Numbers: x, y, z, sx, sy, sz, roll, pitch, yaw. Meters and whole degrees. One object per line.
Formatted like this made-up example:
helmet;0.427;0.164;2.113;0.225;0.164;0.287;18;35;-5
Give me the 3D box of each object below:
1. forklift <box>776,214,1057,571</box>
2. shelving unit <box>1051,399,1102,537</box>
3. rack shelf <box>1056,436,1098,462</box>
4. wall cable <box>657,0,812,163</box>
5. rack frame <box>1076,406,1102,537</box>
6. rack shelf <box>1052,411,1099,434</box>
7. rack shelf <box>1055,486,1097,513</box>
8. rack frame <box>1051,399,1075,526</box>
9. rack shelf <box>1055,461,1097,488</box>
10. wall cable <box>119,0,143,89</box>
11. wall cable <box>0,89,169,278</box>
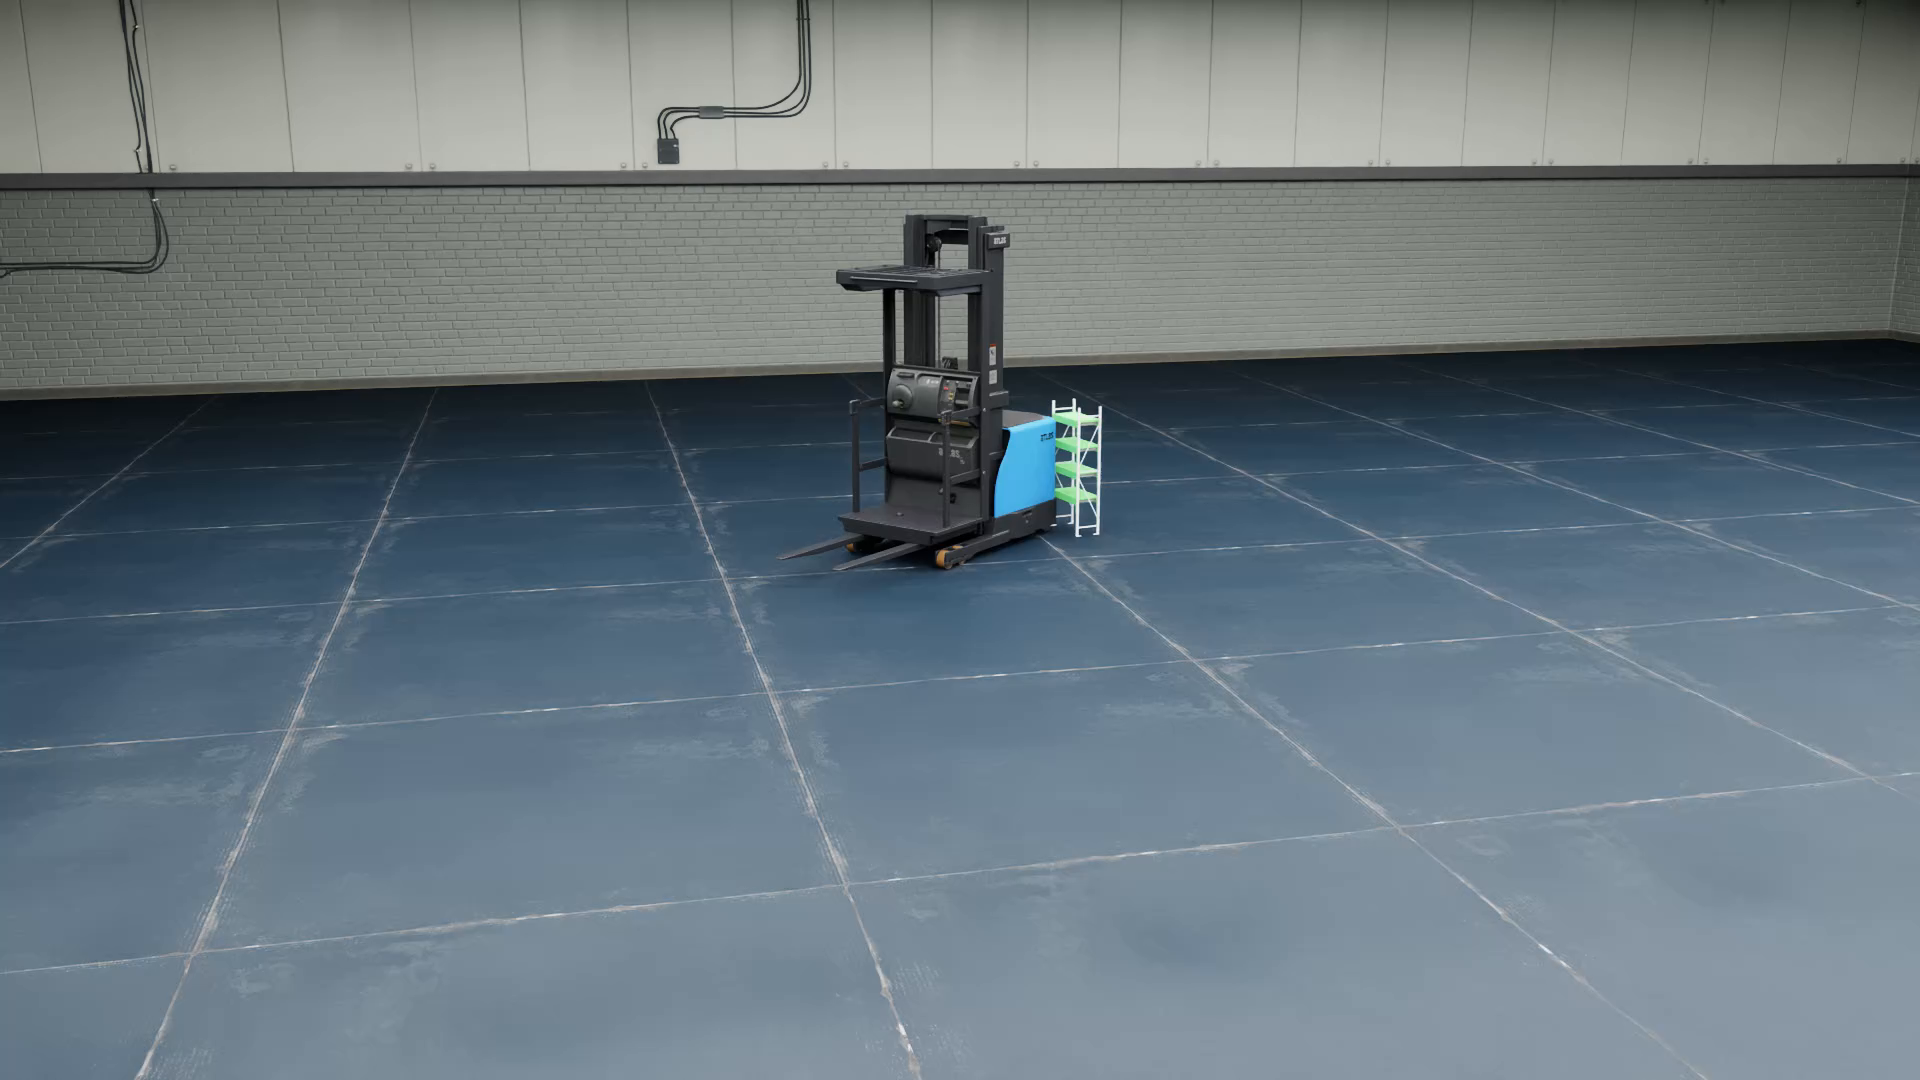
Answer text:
forklift;-0.364;-1.303;14.409;1.130;2.935;3.031;10;17;34
shelving unit;1.077;-0.677;15.494;0.258;1.200;0.503;-6;15;-24
rack shelf;1.077;-0.848;15.452;0.258;0.148;0.480;-6;15;-24
wall cable;-3.322;-8.533;24.049;2.305;6.003;0.169;-3;14;-13
rack frame;1.181;-0.625;15.279;0.240;1.200;0.015;-6;15;-24
rack shelf;1.077;-1.081;15.395;0.258;0.148;0.480;-6;15;-24
rack shelf;1.077;-0.382;15.566;0.258;0.148;0.480;-6;15;-24
rack frame;0.973;-0.730;15.708;0.240;1.200;0.015;-6;15;-24
rack shelf;1.077;-0.615;15.509;0.258;0.148;0.480;-6;15;-24
wall cable;-9.924;-7.451;22.688;3.097;2.526;0.112;-3;14;-13
wall cable;-12.554;-4.847;22.670;3.097;2.526;0.112;-3;14;-13
